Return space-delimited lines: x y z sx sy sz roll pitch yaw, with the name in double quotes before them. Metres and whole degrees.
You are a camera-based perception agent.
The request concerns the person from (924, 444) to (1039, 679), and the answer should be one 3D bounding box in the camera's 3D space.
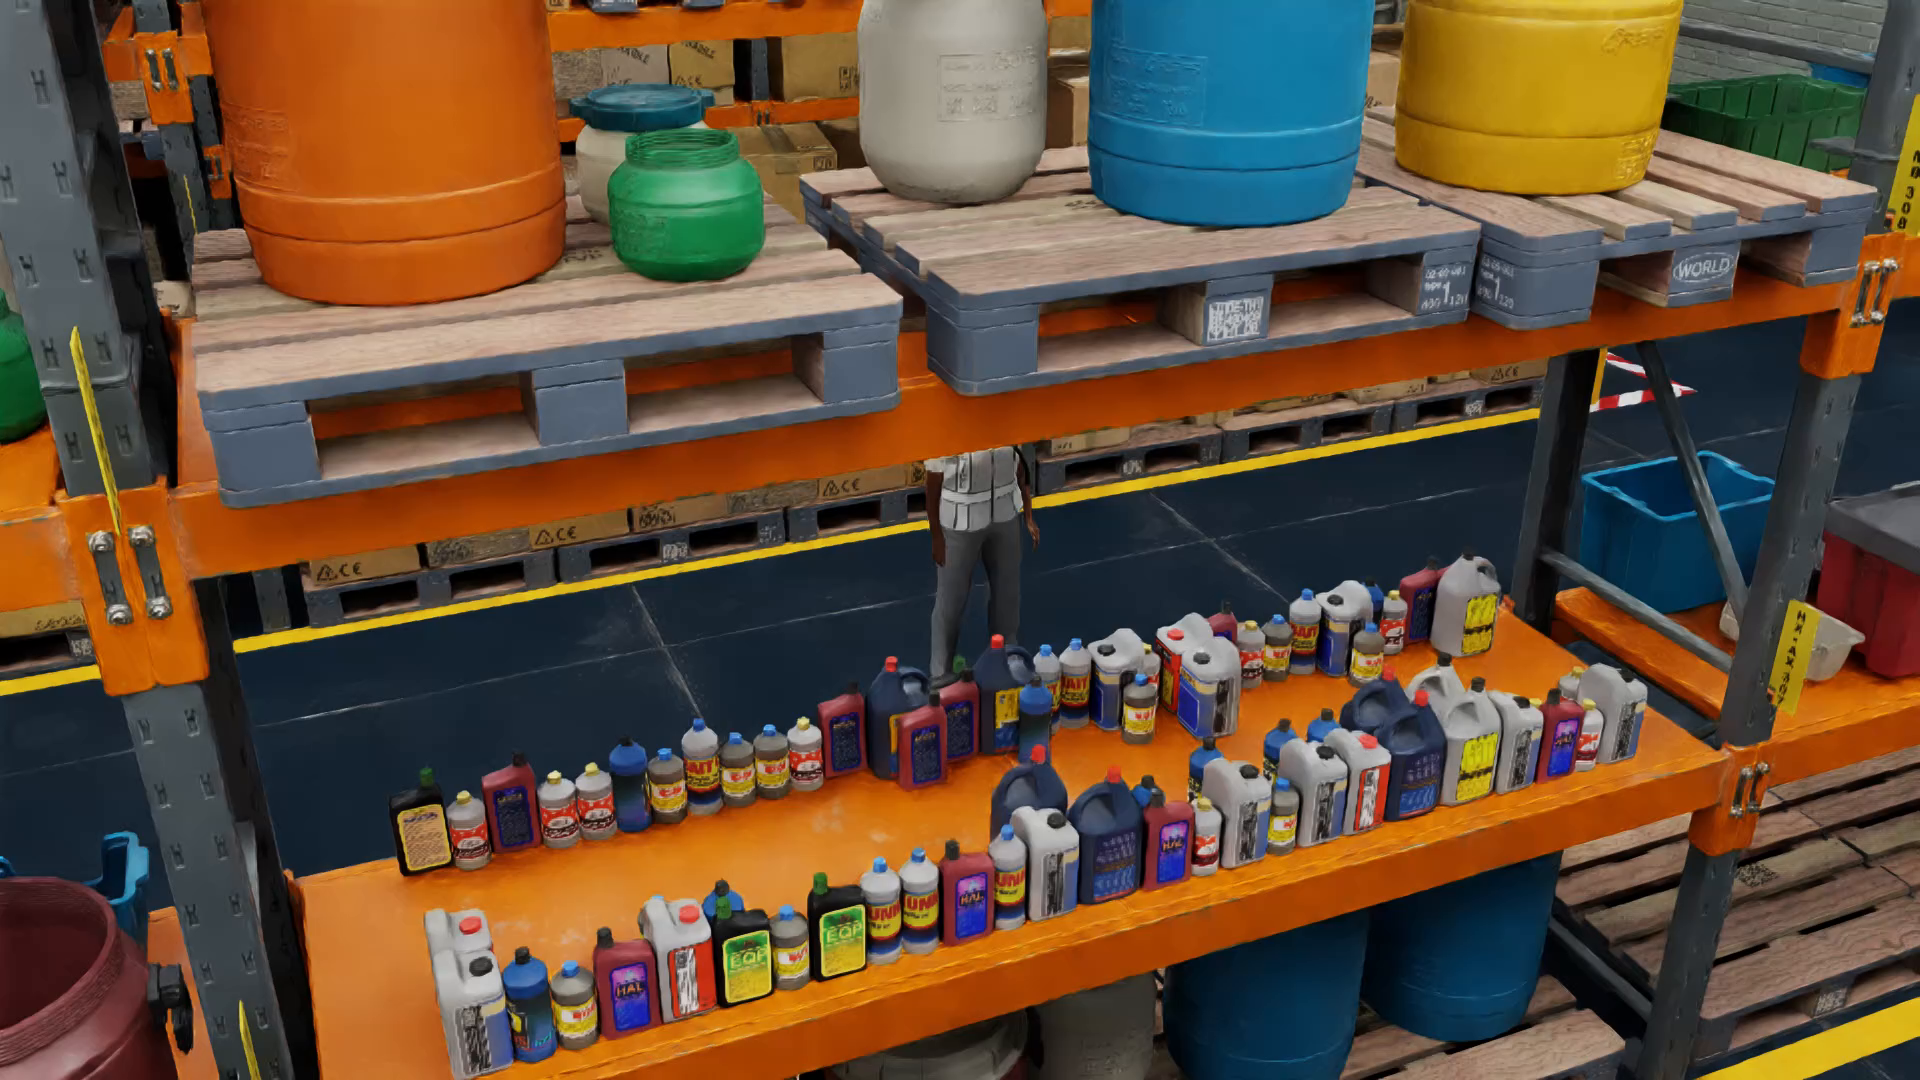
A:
"person" 0.078 -0.072 7.192 0.493 1.686 0.361 -13 29 -25
